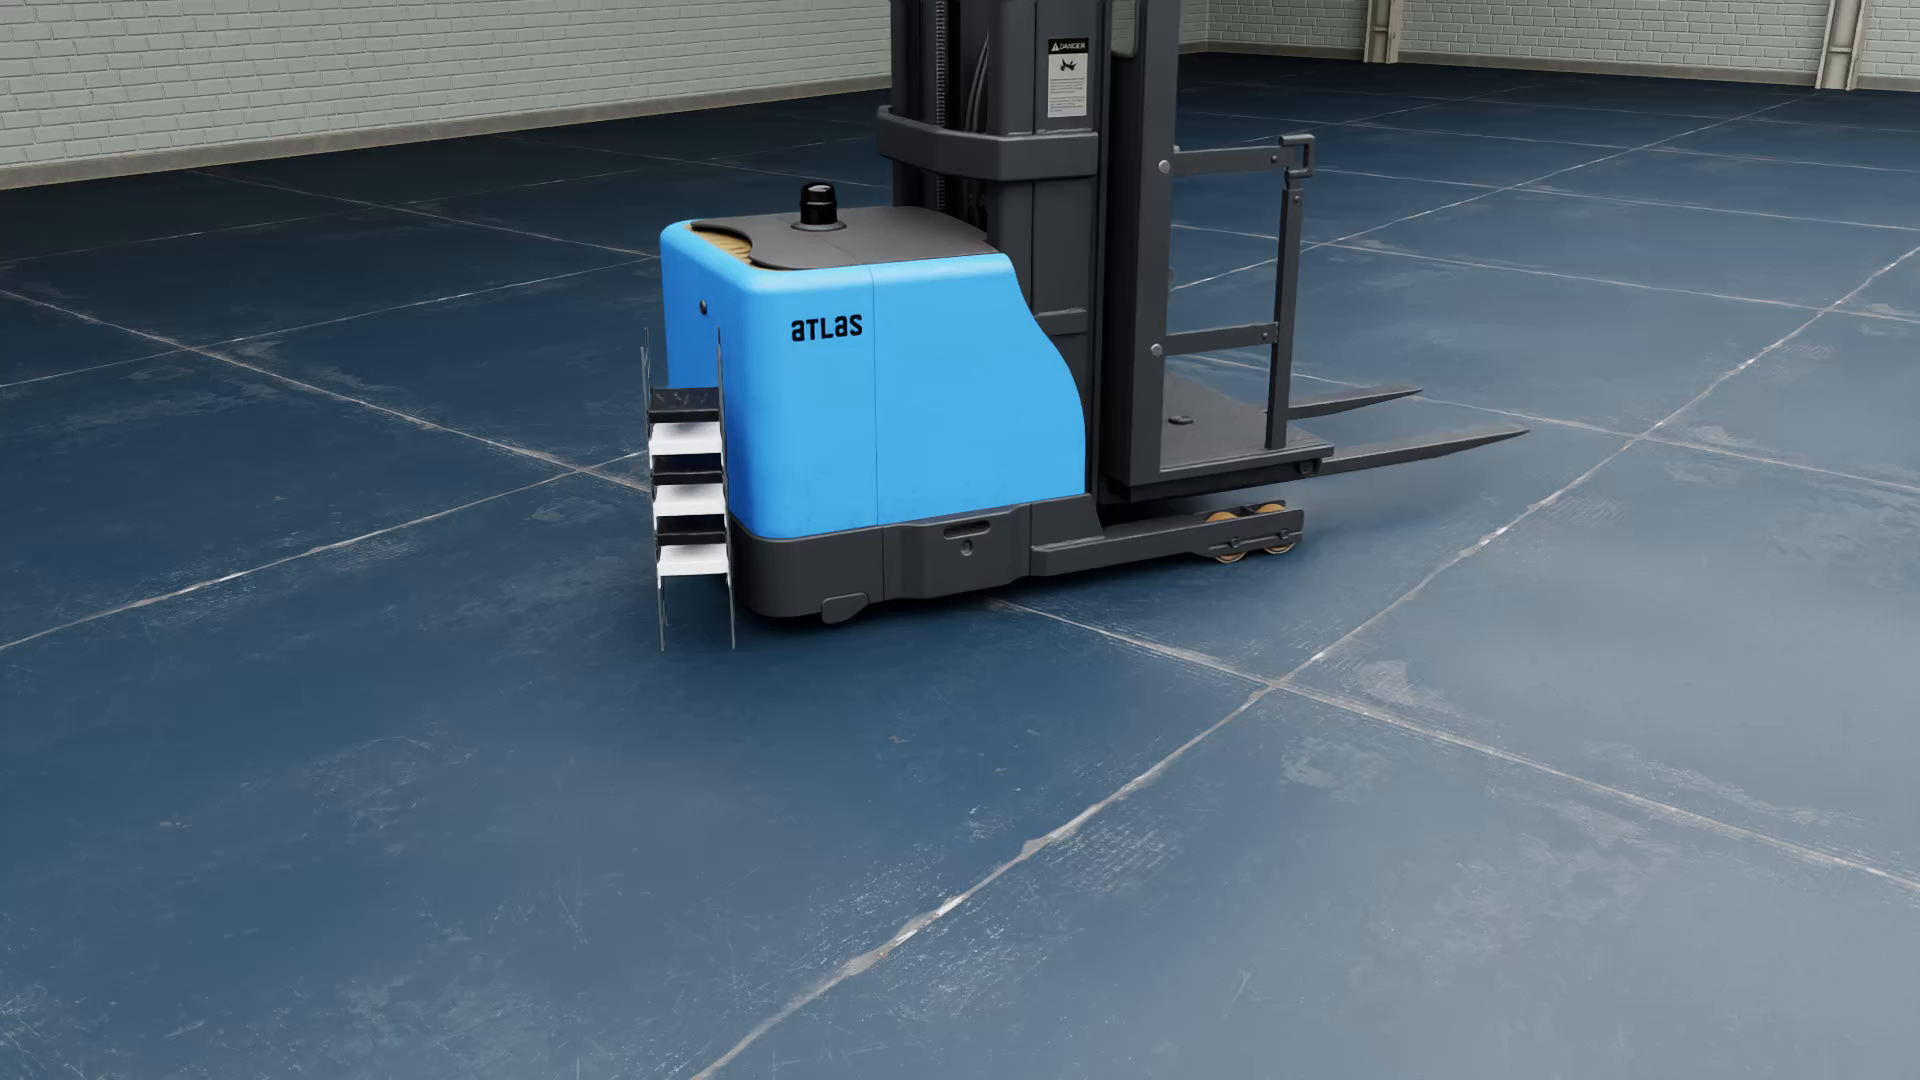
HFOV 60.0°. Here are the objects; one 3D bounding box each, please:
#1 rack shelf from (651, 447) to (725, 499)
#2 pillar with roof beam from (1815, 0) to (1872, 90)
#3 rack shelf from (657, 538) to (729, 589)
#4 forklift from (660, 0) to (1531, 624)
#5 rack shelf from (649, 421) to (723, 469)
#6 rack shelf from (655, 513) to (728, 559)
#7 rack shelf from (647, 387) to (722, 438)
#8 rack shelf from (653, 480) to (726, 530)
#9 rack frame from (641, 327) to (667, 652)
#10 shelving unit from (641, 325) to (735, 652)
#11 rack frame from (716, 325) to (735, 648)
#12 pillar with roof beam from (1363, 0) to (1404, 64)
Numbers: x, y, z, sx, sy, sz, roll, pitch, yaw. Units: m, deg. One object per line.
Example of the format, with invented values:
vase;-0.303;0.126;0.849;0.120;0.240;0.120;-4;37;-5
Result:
rack shelf;-0.774;-0.197;4.755;0.200;0.077;0.258;-2;21;-7
pillar with roof beam;7.956;-8.545;15.574;0.400;9.000;9.100;16;26;36
rack shelf;-0.774;0.056;4.850;0.200;0.077;0.258;-2;21;-7
forklift;0.586;-1.454;5.371;3.031;2.935;1.130;-9;23;-23
rack shelf;-0.774;-0.281;4.723;0.200;0.077;0.258;-2;21;-7
rack shelf;-0.774;-0.029;4.818;0.200;0.077;0.258;-2;21;-7
rack shelf;-0.774;-0.365;4.691;0.200;0.077;0.258;-2;21;-7
rack shelf;-0.774;-0.113;4.786;0.200;0.077;0.258;-2;21;-7
rack frame;-0.875;-0.140;4.763;0.006;0.900;0.240;-2;21;-7
shelving unit;-0.774;-0.144;4.775;0.210;0.900;0.258;-2;21;-7
rack frame;-0.673;-0.148;4.786;0.006;0.900;0.240;-2;21;-7
pillar with roof beam;3.308;-9.884;19.124;0.400;9.000;9.100;16;26;36
